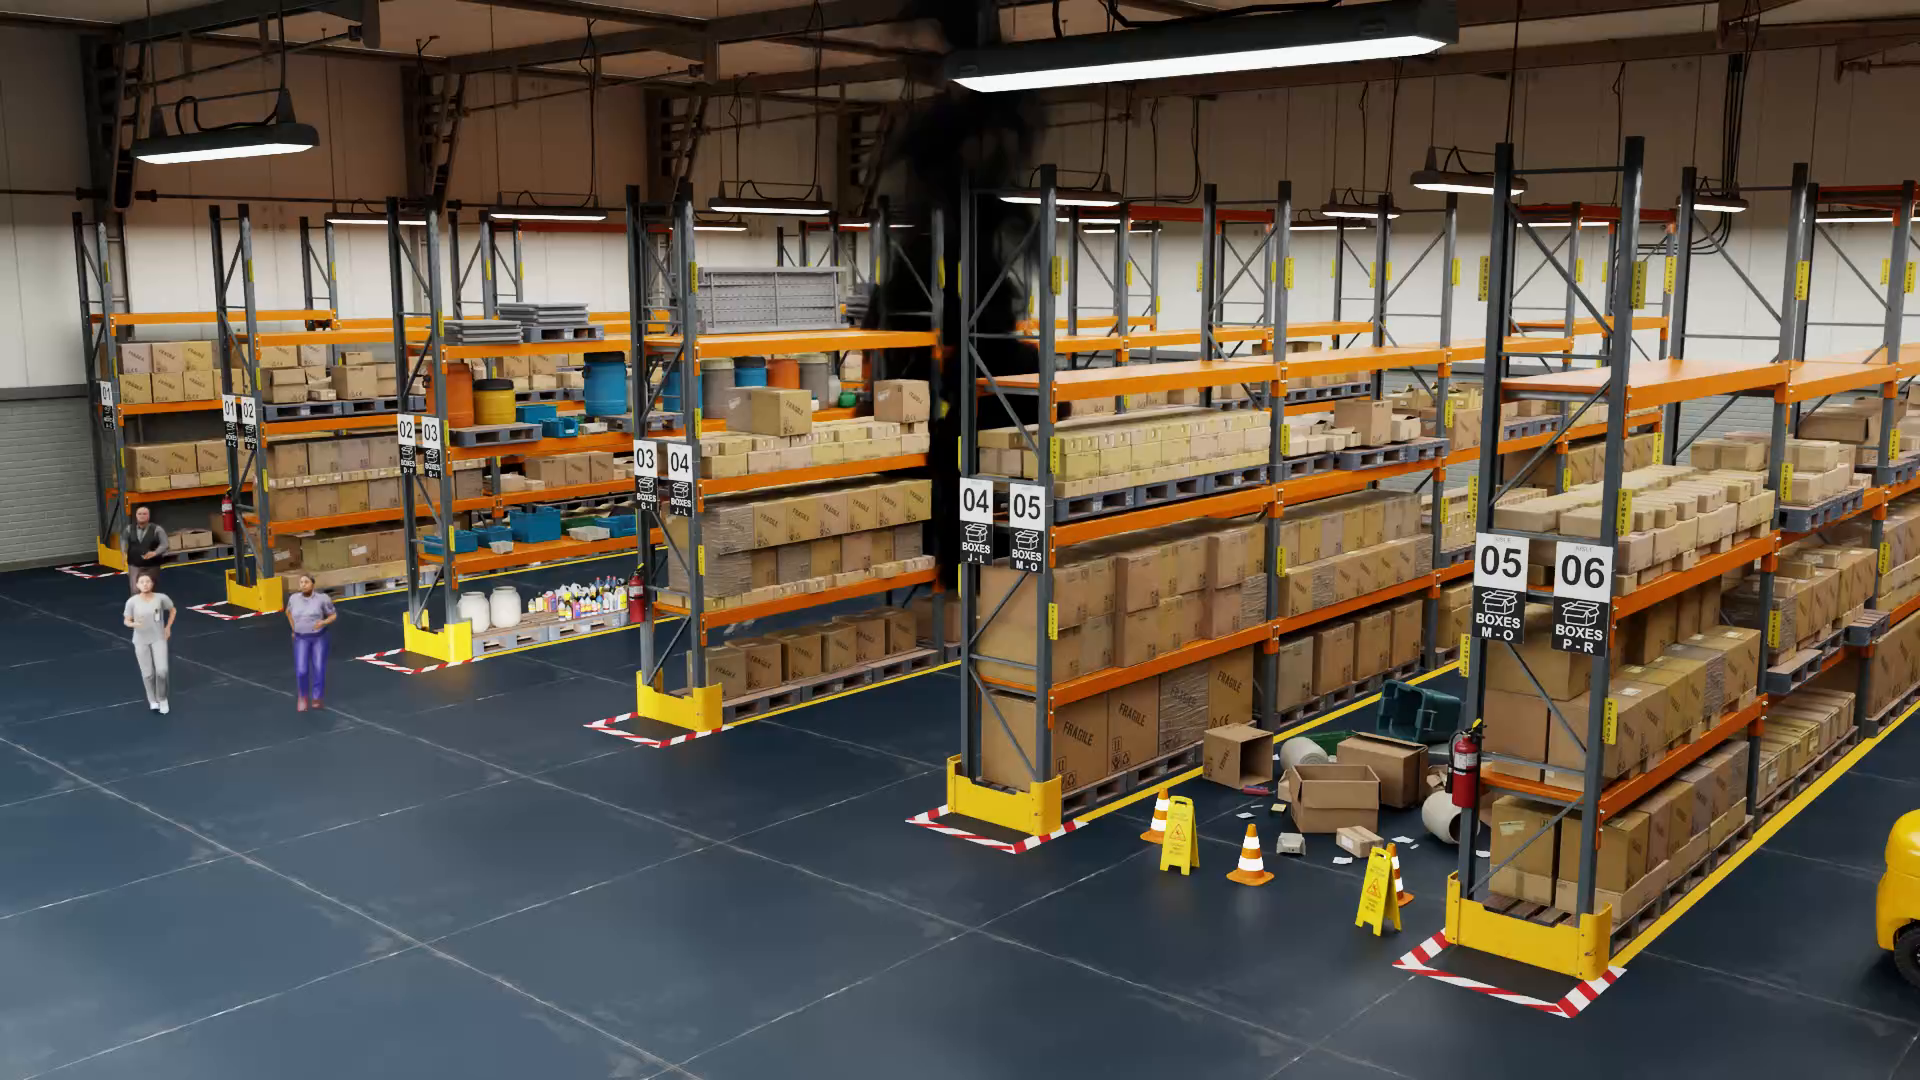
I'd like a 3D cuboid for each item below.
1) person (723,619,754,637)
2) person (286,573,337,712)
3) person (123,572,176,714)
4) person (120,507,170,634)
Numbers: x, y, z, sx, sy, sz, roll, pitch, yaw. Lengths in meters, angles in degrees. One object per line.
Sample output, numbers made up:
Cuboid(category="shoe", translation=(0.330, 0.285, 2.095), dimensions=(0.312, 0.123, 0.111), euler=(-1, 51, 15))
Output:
Cuboid(category="person", translation=(-2.947, 0.357, 22.114), dimensions=(0.659, 1.781, 0.898), euler=(5, 11, 27))
Cuboid(category="person", translation=(-7.505, 1.194, 19.250), dimensions=(0.580, 1.644, 0.645), euler=(-2, 10, -14))
Cuboid(category="person", translation=(-9.285, 1.195, 19.107), dimensions=(0.547, 1.667, 0.628), euler=(-4, 10, -24))
Cuboid(category="person", translation=(-11.609, 0.397, 23.722), dimensions=(0.663, 1.757, 0.877), euler=(-4, 10, -21))
